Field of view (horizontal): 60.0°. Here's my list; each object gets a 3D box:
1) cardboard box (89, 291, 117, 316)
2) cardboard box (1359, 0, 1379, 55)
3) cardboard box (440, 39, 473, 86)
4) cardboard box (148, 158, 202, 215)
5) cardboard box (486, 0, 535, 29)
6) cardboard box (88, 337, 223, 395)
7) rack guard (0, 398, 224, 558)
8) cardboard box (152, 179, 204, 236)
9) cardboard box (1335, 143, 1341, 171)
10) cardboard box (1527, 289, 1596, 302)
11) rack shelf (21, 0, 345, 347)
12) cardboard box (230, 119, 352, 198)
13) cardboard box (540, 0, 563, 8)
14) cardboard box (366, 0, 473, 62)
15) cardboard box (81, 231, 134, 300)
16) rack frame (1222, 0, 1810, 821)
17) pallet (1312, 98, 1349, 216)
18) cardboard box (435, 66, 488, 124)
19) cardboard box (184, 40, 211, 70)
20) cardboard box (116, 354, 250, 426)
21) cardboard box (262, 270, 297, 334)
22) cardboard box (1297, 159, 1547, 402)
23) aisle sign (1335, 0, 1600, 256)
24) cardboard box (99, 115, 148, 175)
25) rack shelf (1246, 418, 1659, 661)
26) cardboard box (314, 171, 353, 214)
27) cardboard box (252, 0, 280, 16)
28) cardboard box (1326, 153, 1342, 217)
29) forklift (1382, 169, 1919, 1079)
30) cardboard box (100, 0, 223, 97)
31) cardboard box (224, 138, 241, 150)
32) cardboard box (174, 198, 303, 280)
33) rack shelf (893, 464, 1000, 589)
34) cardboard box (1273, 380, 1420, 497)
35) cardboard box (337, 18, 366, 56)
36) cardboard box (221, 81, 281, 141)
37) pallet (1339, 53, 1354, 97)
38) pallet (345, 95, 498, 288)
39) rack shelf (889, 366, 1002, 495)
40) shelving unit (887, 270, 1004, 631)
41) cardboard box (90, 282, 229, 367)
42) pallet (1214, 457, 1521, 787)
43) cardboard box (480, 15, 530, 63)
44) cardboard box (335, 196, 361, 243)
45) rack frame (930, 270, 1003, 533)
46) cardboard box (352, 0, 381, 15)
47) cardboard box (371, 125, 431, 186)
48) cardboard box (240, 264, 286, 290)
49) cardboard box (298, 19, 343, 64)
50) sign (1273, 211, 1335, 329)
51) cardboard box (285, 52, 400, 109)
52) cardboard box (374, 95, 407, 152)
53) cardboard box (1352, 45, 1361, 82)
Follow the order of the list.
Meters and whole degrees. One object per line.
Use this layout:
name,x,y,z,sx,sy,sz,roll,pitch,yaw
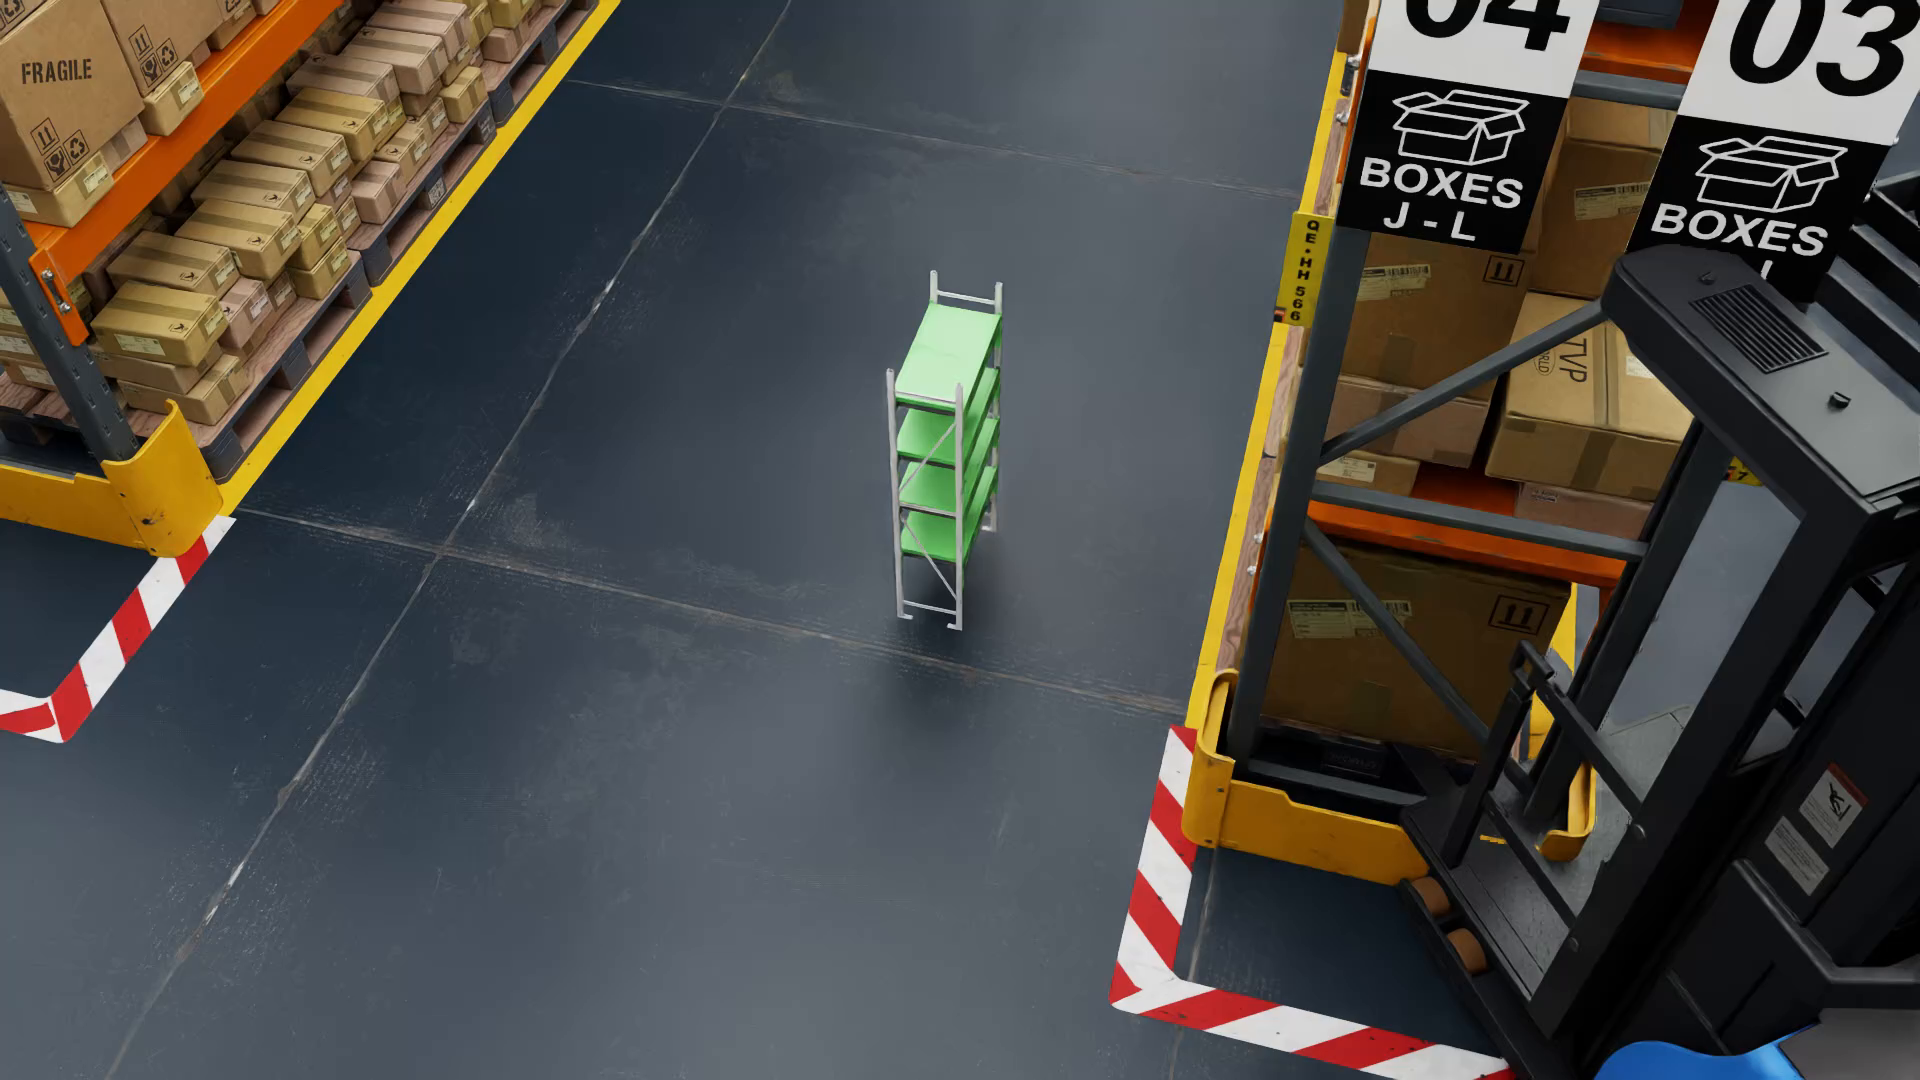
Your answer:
cardboard box,-3.453,-1.008,6.562,0.380,0.149,0.250,11,49,9
cardboard box,1.594,-1.610,5.572,0.500,0.250,0.500,12,50,10
cardboard box,-2.482,-2.249,7.657,0.380,0.149,0.250,13,50,11
cardboard box,-3.346,-1.481,6.781,0.380,0.149,0.250,10,49,9
cardboard box,-2.273,-2.599,7.966,0.380,0.149,0.250,10,49,9
cardboard box,-3.052,-0.720,6.308,0.380,0.149,0.250,13,50,12
rack guard,-3.417,-0.325,6.204,1.175,0.500,0.348,12,50,10
cardboard box,-3.268,-1.380,6.890,0.380,0.149,0.250,11,49,10
cardboard box,1.433,-1.212,5.486,0.380,0.149,0.250,12,50,10
cardboard box,1.839,-0.766,4.827,0.500,0.250,0.500,11,49,10
rack shelf,-2.911,-2.306,6.765,1.077,0.370,4.000,12,50,10
cardboard box,-2.758,-1.577,6.865,0.380,0.149,0.250,13,50,12
cardboard box,-2.159,-2.836,8.373,0.380,0.149,0.250,12,50,11
cardboard box,-2.440,-2.314,7.516,0.380,0.149,0.250,9,49,8
cardboard box,-3.421,-1.093,6.439,0.380,0.149,0.250,12,50,11
rack frame,1.321,-0.046,4.290,1.000,3.000,0.127,12,50,10
pallet,2.099,-1.482,7.417,1.003,0.211,1.213,12,50,10
cardboard box,-2.431,-2.087,7.713,0.380,0.149,0.250,11,50,10
cardboard box,-2.950,-1.775,5.983,0.380,0.149,0.250,14,50,12
cardboard box,-2.990,-0.609,6.408,0.380,0.149,0.250,12,50,11
cardboard box,-2.942,-0.995,6.749,0.380,0.149,0.250,12,50,10
cardboard box,1.196,-0.747,4.310,0.500,0.500,0.500,12,50,10
aisle sign,1.013,-0.913,3.321,0.394,0.787,0.004,12,50,10
cardboard box,-3.009,-1.376,5.632,0.380,0.149,0.250,13,50,11
rack shelf,1.848,-1.254,5.836,1.077,0.370,4.000,12,50,10
cardboard box,-2.796,-1.476,6.975,0.380,0.149,0.250,9,49,8
cardboard box,-2.763,-2.139,6.305,0.380,0.149,0.250,11,49,9
cardboard box,1.327,-0.864,4.914,0.500,0.250,0.500,11,49,9
forklift,2.010,0.264,4.062,1.130,2.935,3.031,-17,51,-14
cardboard box,-2.936,-1.891,5.654,0.500,0.500,0.500,12,50,10
cardboard box,-3.229,-1.765,7.230,0.380,0.149,0.250,14,50,12
cardboard box,-2.825,-1.182,6.517,0.380,0.149,0.250,11,50,10
rack shelf,-0.044,-0.076,5.922,0.258,0.148,0.480,12,50,10
cardboard box,1.097,-0.285,4.669,0.380,0.149,0.250,12,50,11
cardboard box,-2.967,-2.313,7.714,0.380,0.149,0.250,14,50,12
cardboard box,-3.152,-1.855,7.111,0.380,0.149,0.250,10,49,9
pallet,2.505,-2.589,8.394,1.003,0.211,1.213,12,50,10
pallet,-2.846,-1.690,7.601,1.003,0.211,1.213,12,50,10
rack shelf,-0.044,-0.394,5.562,0.258,0.148,0.480,12,50,10
shelving unit,-0.044,-0.277,5.694,0.258,1.200,0.503,12,50,10
cardboard box,-2.971,-0.802,6.182,0.380,0.149,0.250,10,49,8
pallet,1.456,0.283,5.859,1.003,0.211,1.213,12,50,10
cardboard box,-2.315,-2.460,8.042,0.380,0.149,0.250,10,49,9
cardboard box,-2.794,-1.362,7.073,0.380,0.149,0.250,12,50,10
rack frame,0.021,-0.454,5.850,0.240,1.200,0.015,12,50,10
cardboard box,-2.870,-2.602,7.770,0.380,0.149,0.250,10,49,9
cardboard box,-2.596,-1.731,7.398,0.380,0.149,0.250,12,50,10
cardboard box,-2.946,-1.101,6.644,0.380,0.149,0.250,12,50,11
cardboard box,-3.008,-2.220,7.434,0.380,0.149,0.250,10,49,8
sign,0.802,-0.624,3.870,0.100,0.325,0.005,12,50,10
cardboard box,-2.670,-1.959,7.202,0.380,0.149,0.250,12,50,10
cardboard box,-2.683,-1.874,7.326,0.380,0.149,0.250,14,50,12
cardboard box,1.567,-1.580,5.811,0.380,0.149,0.250,10,49,9
